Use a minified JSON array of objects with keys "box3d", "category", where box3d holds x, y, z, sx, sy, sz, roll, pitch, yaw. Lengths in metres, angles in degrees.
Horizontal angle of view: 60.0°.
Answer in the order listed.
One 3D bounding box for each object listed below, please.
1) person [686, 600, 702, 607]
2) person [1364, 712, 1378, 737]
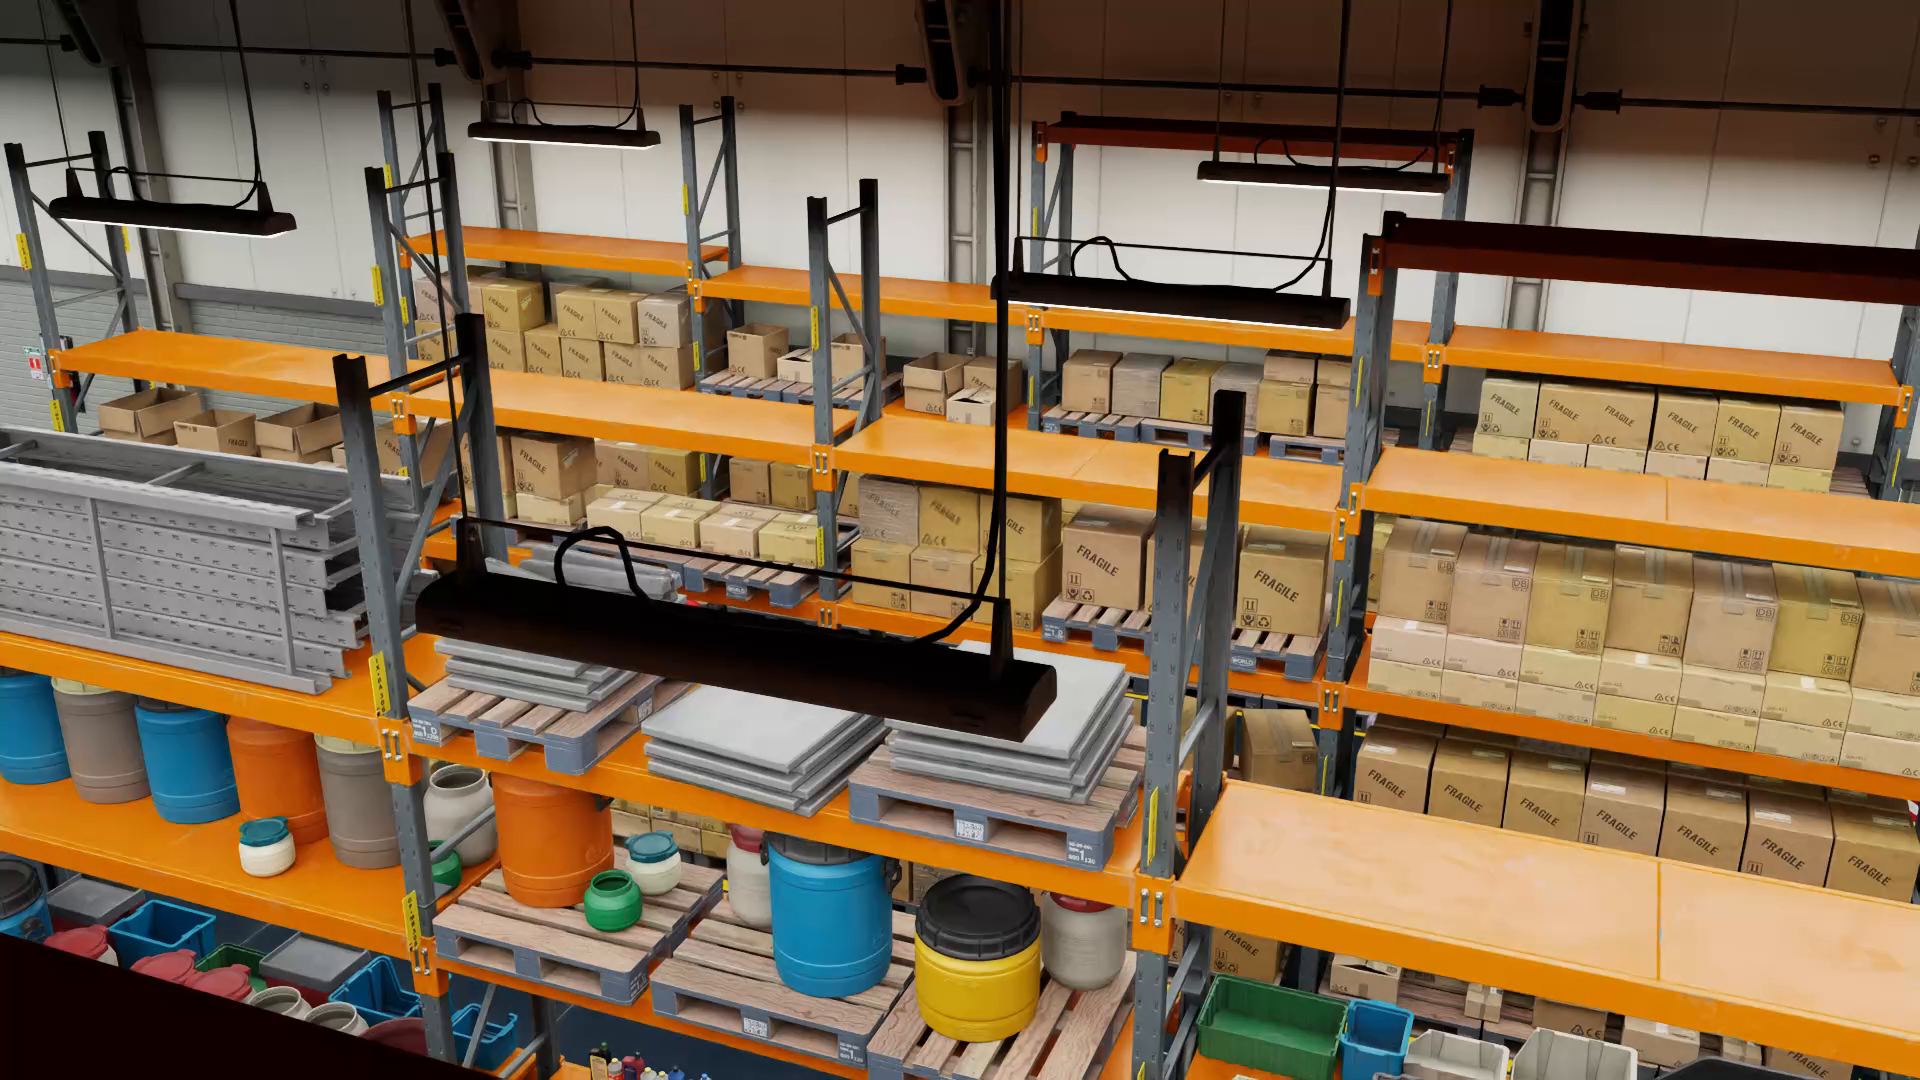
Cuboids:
[{"box3d":[-2.718,1.343,16.525,0.787,1.685,0.657,9,22,22],"category":"person"},{"box3d":[3.721,2.039,14.764,0.520,1.625,0.468,-16,26,-36],"category":"person"}]
